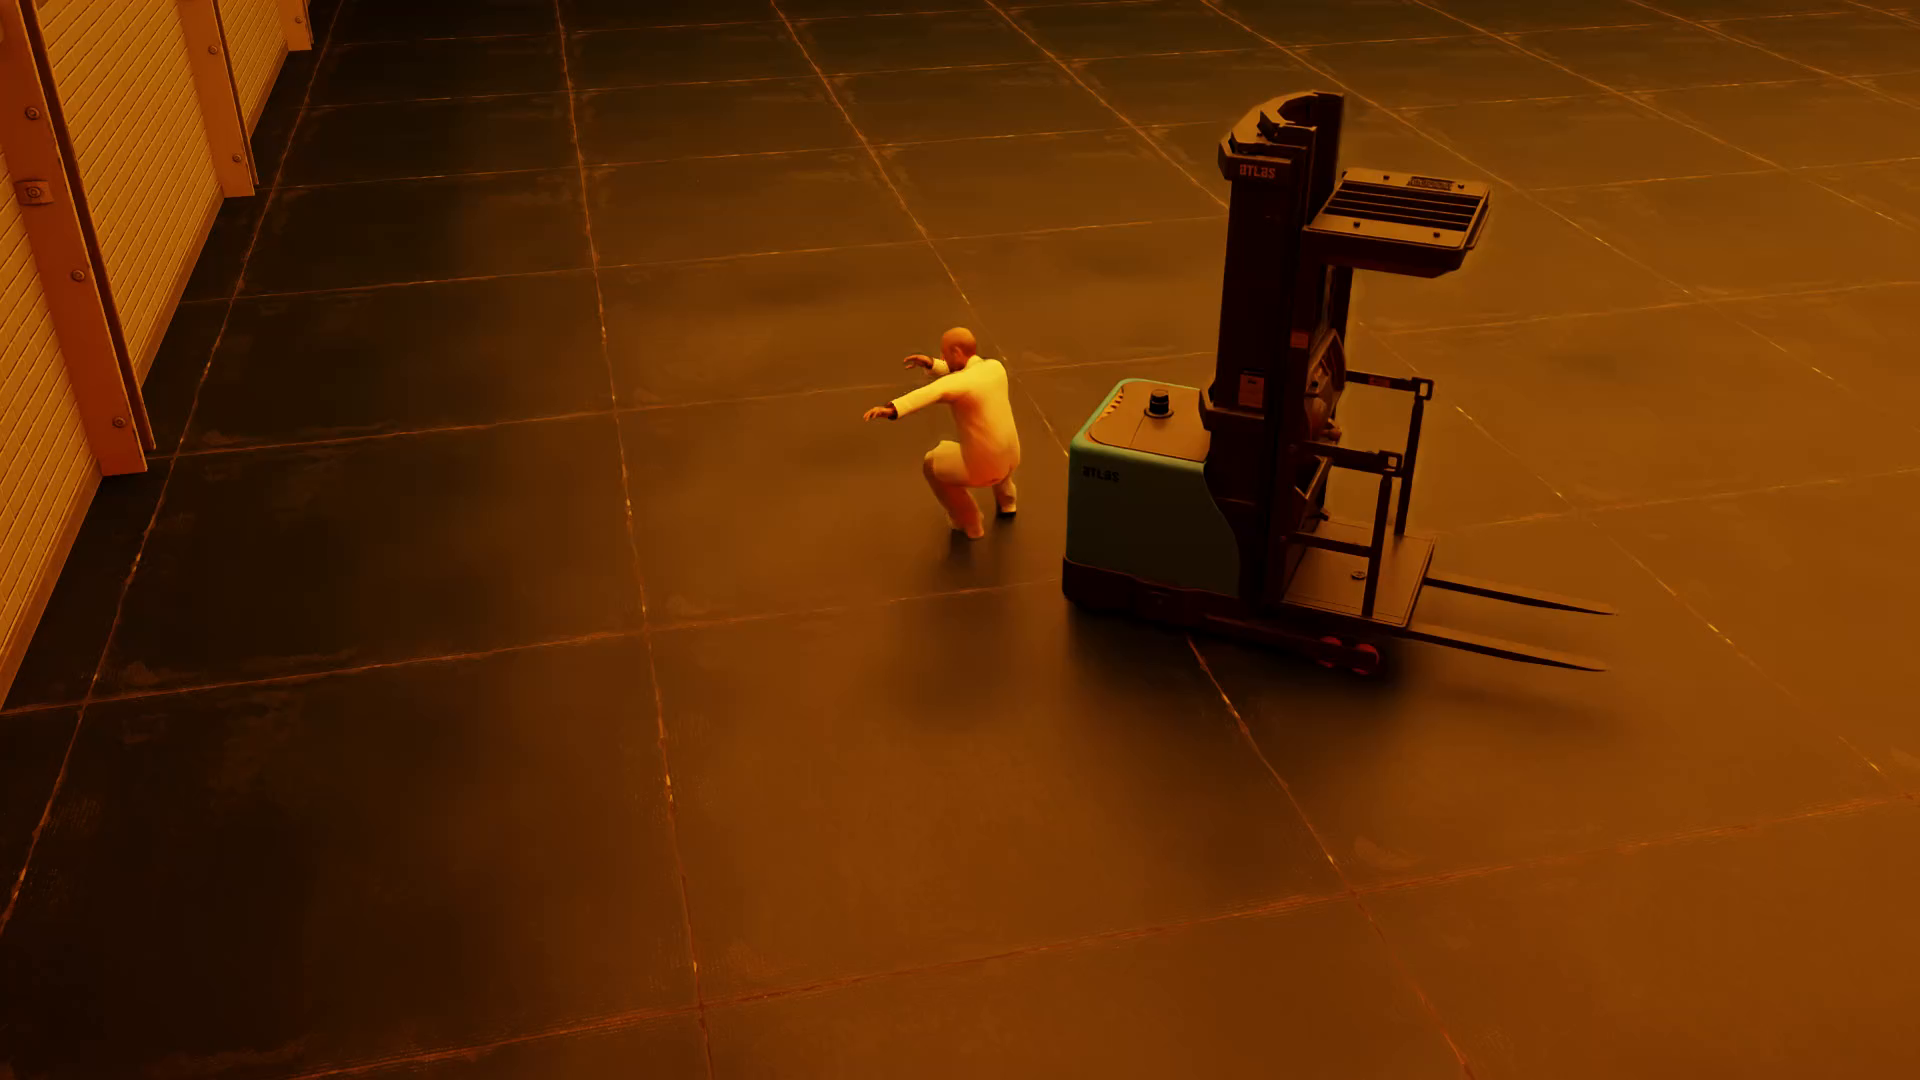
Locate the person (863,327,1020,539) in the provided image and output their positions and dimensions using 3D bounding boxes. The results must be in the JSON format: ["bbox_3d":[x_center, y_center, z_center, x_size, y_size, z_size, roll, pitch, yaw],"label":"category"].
[{"bbox_3d":[-0.071,-0.566,10.044,0.774,1.469,1.644,21,36,31],"label":"person"}]

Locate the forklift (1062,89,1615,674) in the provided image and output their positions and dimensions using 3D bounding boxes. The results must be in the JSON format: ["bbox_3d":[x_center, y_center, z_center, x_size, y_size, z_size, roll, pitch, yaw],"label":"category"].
[{"bbox_3d":[2.170,-0.828,9.004,3.031,2.935,1.130,12,32,20],"label":"forklift"}]
